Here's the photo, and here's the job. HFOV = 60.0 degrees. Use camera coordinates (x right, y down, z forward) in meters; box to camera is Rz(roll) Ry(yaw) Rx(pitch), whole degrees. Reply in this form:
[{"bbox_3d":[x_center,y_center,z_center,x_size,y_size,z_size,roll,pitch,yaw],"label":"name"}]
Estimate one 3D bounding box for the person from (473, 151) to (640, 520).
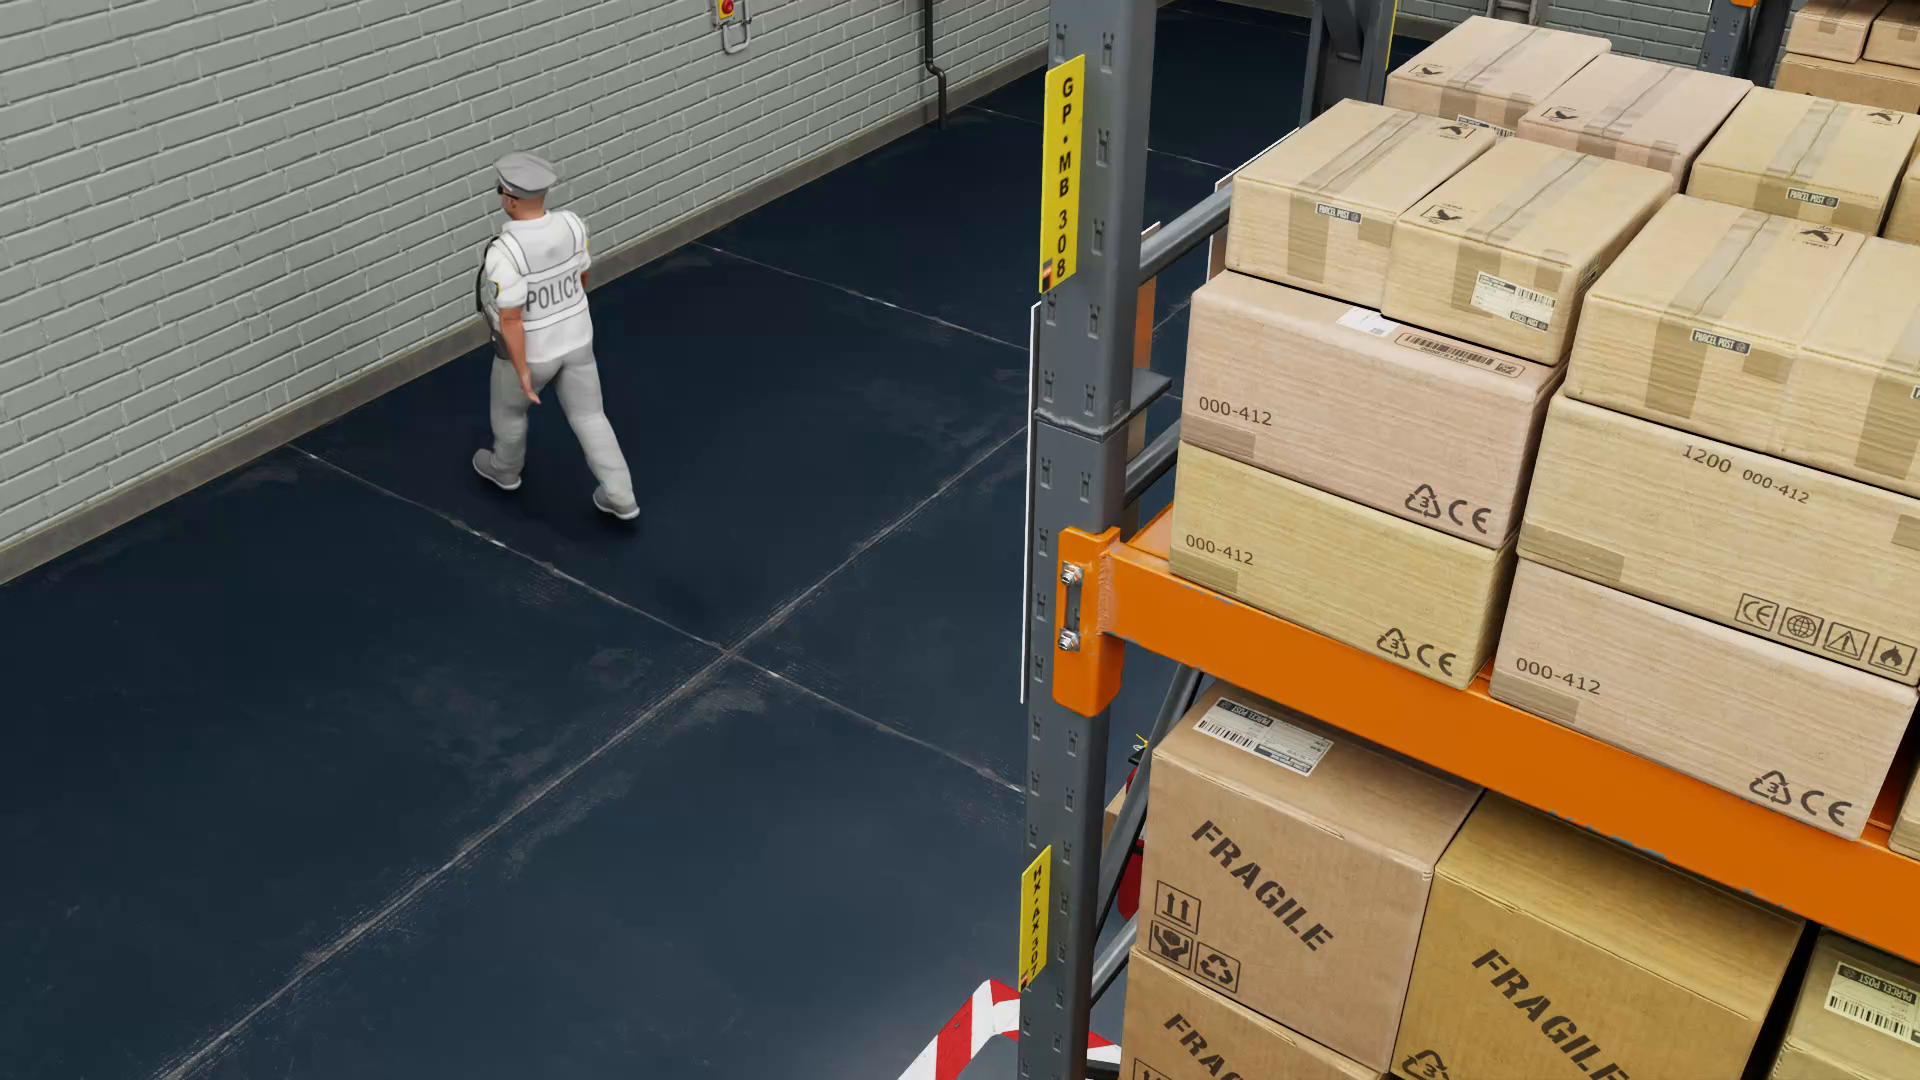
[{"bbox_3d":[-1.902,-0.943,7.485,1.013,1.709,0.548,29,44,35],"label":"person"}]
